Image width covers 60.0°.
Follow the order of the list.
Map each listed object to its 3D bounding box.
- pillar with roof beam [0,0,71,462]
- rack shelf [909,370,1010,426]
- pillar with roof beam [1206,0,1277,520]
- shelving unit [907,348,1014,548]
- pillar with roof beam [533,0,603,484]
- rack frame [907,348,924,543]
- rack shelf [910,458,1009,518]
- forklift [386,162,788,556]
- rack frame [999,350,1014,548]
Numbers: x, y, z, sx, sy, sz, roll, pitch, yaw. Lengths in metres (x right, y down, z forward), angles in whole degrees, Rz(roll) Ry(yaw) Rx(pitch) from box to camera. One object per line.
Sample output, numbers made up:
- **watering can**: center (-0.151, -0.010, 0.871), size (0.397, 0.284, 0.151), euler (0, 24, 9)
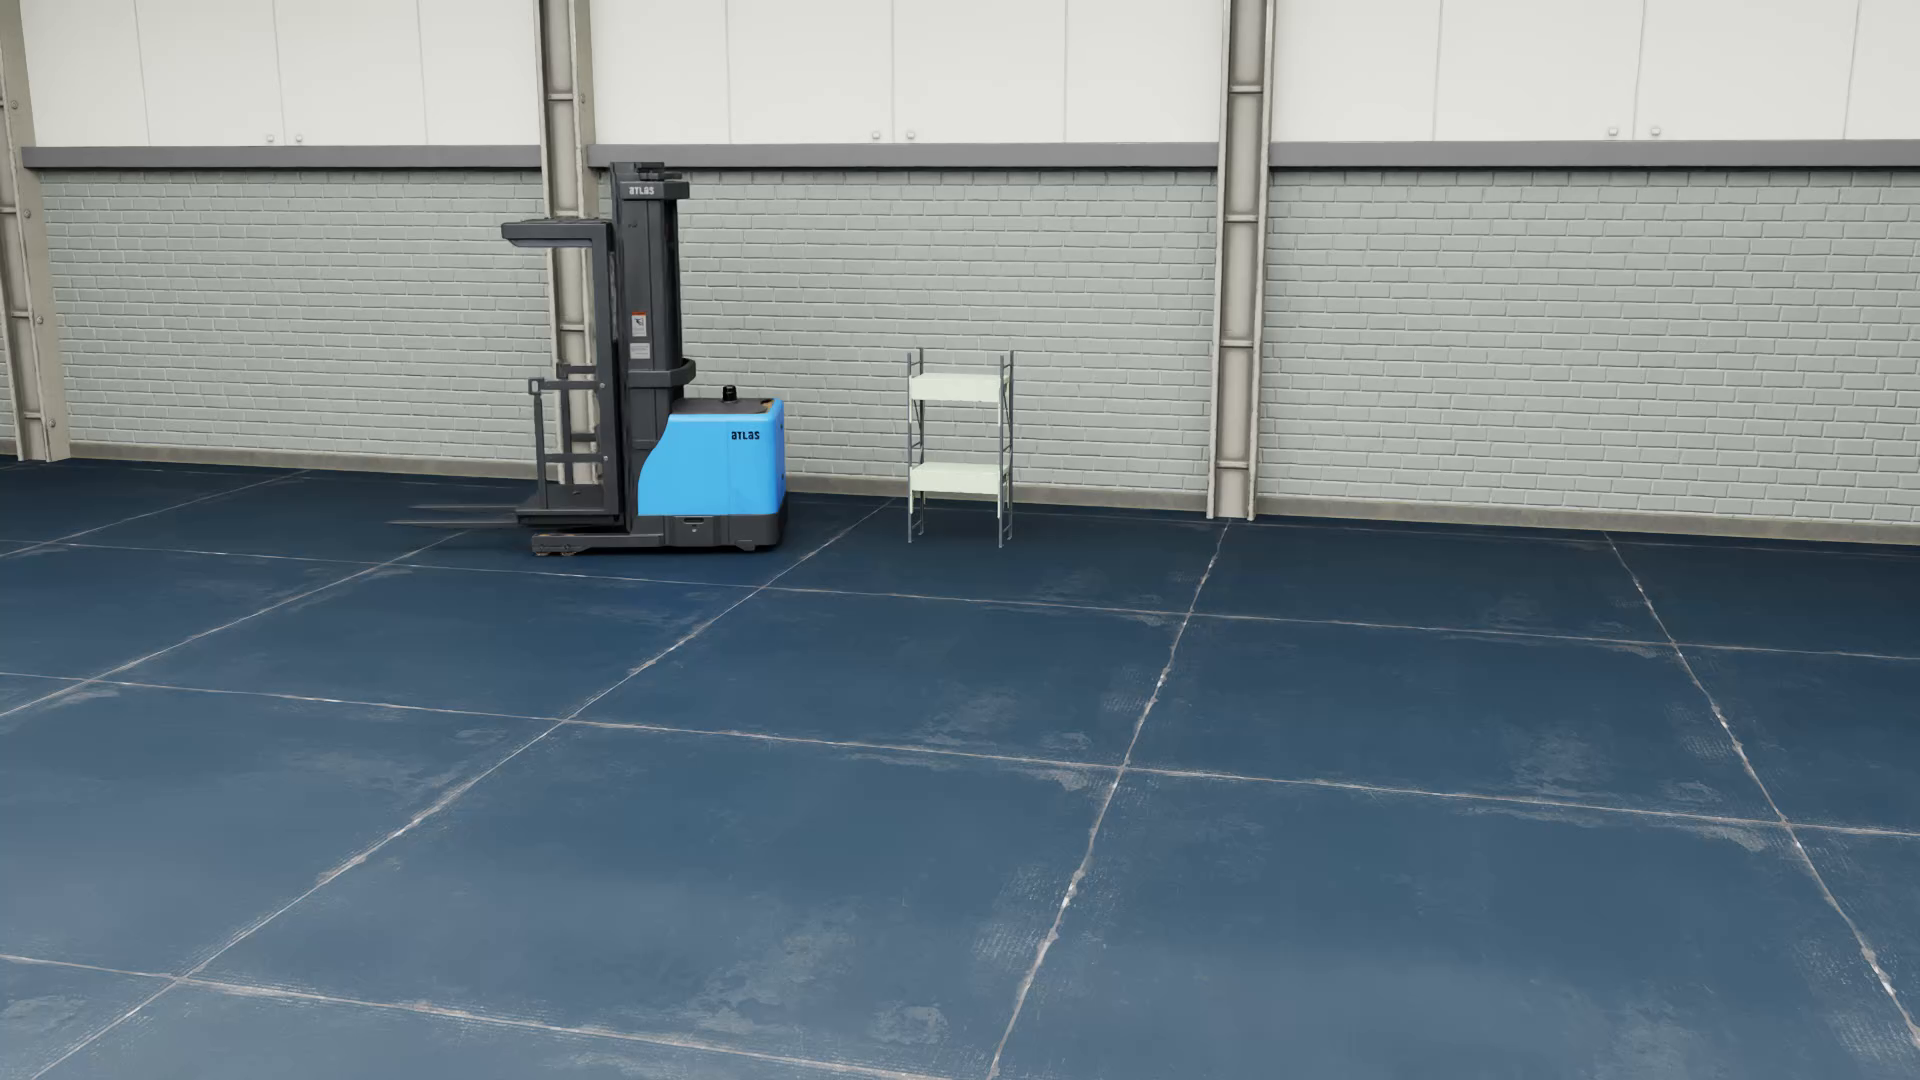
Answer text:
- **pillar with roof beam**: center (-10.367, -4.318, 11.922), size (0.400, 9.000, 9.100), euler (3, 13, 14)
- **rack shelf**: center (0.006, -1.113, 12.985), size (0.720, 0.370, 0.431), euler (3, 13, 14)
- **pillar with roof beam**: center (1.283, -3.696, 9.116), size (0.400, 9.000, 9.100), euler (3, 13, 14)
- **shelving unit**: center (0.006, -0.732, 13.070), size (0.755, 1.500, 0.431), euler (3, 13, 14)
- **pillar with roof beam**: center (-4.542, -4.007, 10.519), size (0.400, 9.000, 9.100), euler (3, 13, 14)
- **rack frame**: center (-0.349, -0.751, 13.155), size (0.023, 1.500, 0.400), euler (3, 13, 14)
- **rack shelf**: center (0.006, -0.414, 13.140), size (0.720, 0.370, 0.431), euler (3, 13, 14)
- **forklift**: center (-2.914, -1.425, 12.889), size (3.031, 2.935, 1.130), euler (0, 13, -2)
- **rack frame**: center (0.362, -0.713, 12.984), size (0.023, 1.500, 0.400), euler (3, 13, 14)
